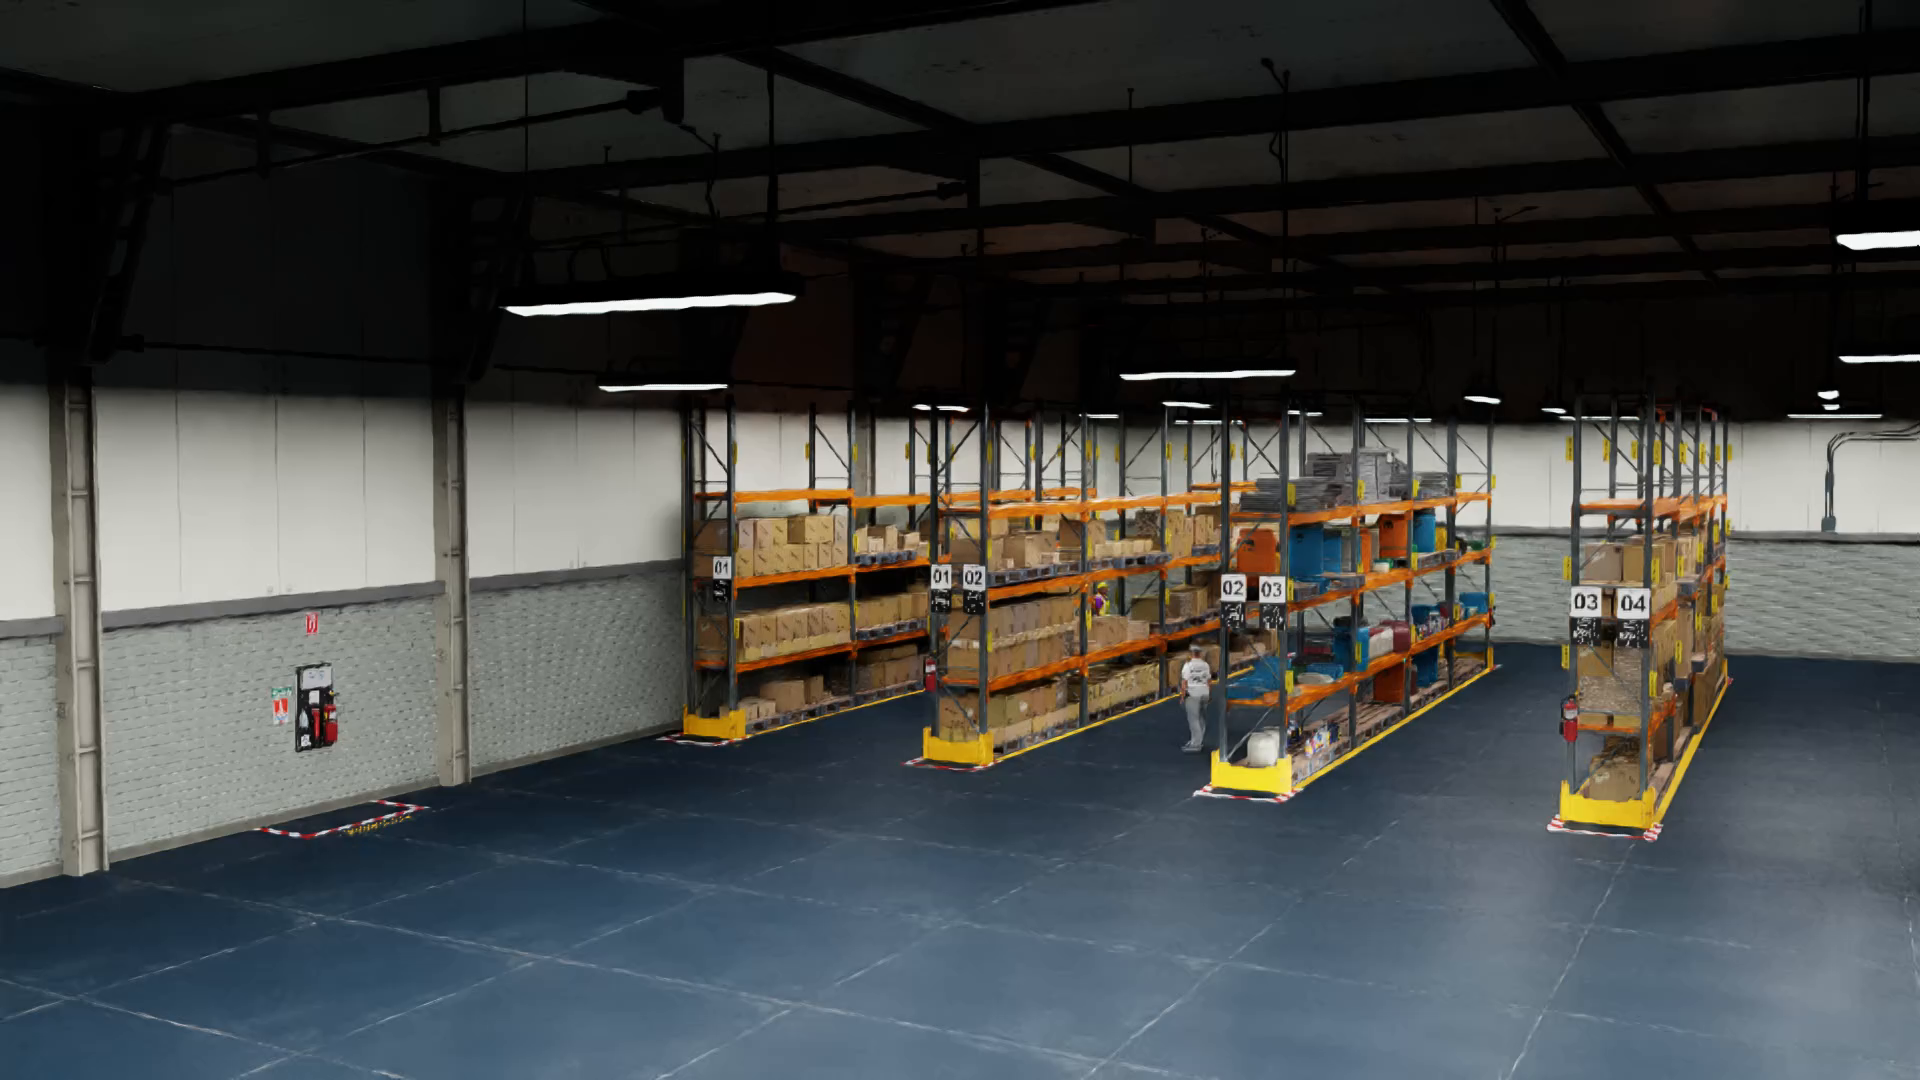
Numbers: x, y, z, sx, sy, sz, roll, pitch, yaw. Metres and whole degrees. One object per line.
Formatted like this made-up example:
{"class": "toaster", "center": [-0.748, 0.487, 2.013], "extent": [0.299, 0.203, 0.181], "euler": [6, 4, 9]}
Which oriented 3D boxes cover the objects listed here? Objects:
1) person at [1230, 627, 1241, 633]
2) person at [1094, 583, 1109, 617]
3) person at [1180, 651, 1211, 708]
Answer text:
{"class": "person", "center": [7.156, 1.960, 43.099], "extent": [0.453, 1.386, 0.374], "euler": [-3, 4, -43]}
{"class": "person", "center": [3.521, 1.901, 41.130], "extent": [0.349, 1.706, 0.694], "euler": [1, 3, 24]}
{"class": "person", "center": [3.976, 2.305, 27.998], "extent": [0.630, 1.028, 0.377], "euler": [-2, 4, -35]}
